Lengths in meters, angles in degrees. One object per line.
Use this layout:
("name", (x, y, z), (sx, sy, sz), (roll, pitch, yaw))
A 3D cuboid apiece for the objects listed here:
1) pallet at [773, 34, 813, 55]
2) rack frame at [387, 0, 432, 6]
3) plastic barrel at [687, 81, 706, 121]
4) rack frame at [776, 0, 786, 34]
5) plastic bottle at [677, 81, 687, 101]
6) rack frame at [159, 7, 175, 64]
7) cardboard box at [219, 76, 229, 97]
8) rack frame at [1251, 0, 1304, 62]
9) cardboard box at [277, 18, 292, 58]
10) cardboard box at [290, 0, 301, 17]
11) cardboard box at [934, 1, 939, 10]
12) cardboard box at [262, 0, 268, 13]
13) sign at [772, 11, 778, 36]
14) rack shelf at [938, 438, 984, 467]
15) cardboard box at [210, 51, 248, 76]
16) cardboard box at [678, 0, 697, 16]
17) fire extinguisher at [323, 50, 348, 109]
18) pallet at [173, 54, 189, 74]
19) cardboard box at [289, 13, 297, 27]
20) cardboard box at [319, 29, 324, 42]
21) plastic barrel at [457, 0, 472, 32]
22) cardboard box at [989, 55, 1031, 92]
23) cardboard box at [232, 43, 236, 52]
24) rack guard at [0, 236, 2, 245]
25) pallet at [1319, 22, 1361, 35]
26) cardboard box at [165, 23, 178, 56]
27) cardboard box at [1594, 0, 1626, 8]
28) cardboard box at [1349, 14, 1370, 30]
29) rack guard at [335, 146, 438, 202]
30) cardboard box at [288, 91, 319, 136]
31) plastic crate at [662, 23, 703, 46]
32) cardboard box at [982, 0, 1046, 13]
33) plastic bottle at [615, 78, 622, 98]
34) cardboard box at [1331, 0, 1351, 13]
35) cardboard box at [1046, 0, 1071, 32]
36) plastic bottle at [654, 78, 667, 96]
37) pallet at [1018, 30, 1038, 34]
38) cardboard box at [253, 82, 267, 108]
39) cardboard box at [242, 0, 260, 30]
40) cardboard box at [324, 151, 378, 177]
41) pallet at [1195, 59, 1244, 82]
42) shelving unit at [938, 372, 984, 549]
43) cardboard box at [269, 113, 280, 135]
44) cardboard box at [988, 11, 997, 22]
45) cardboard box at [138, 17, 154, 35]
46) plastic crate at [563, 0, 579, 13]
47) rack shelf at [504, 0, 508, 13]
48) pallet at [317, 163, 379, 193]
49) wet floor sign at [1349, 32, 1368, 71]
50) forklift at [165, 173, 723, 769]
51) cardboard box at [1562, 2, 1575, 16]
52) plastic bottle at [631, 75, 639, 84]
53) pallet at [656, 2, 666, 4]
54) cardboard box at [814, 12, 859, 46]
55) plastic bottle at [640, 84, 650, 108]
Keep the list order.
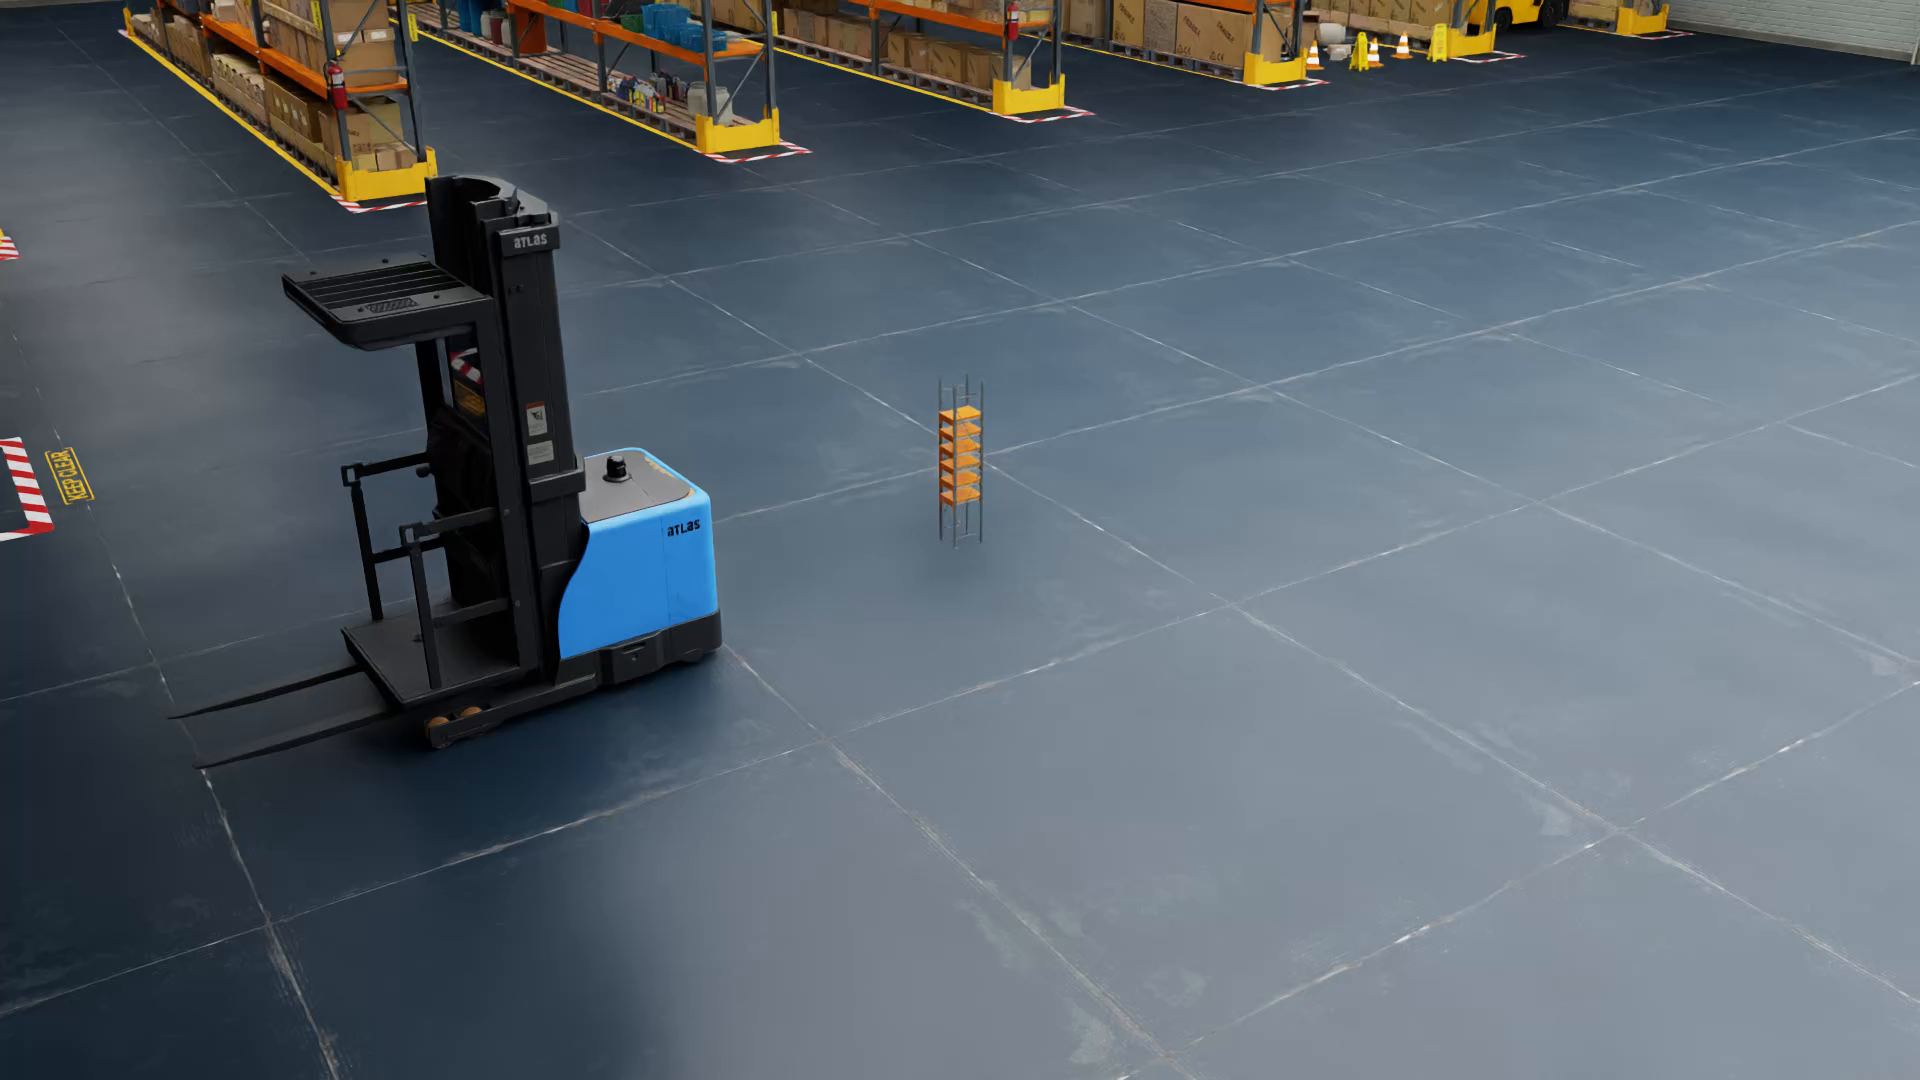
("pallet", (-2.830, -9.363, 31.299), (1.003, 0.211, 1.213), (-16, 29, -30))
("rack frame", (-11.772, -12.611, 34.912), (1.000, 3.000, 0.127), (-16, 29, -30))
("plastic barrel", (-3.735, -6.350, 24.072), (0.421, 0.512, 0.421), (0, 25, 0))
("rack frame", (-3.255, -10.904, 31.296), (1.000, 3.000, 0.127), (-16, 29, -30))
("plastic bottle", (-4.262, -6.880, 25.447), (0.152, 0.276, 0.135), (-15, 29, -29))
("rack frame", (-13.741, -10.027, 29.439), (1.000, 3.000, 0.127), (-16, 29, -30))
("cardboard box", (-11.242, -7.108, 25.984), (0.500, 0.250, 0.500), (-16, 30, -31))
("rack frame", (5.323, -9.162, 27.607), (1.000, 3.000, 0.127), (-16, 29, -30))
("cardboard box", (-8.833, -6.867, 22.627), (0.700, 0.500, 0.500), (-16, 30, -30))
("cardboard box", (-8.304, -7.102, 21.606), (0.700, 0.500, 0.500), (-16, 29, -30))
("cardboard box", (-0.201, -8.600, 26.711), (0.380, 0.149, 0.250), (-16, 29, -30))
("cardboard box", (-9.389, -7.363, 22.919), (0.380, 0.149, 0.250), (-16, 29, -30))
("sign", (-2.574, -7.140, 22.999), (0.100, 0.325, 0.005), (-16, 29, -30))
("rack shelf", (0.008, -0.606, 11.413), (0.258, 0.103, 0.180), (-16, 29, -30))
("cardboard box", (-11.517, -7.541, 26.244), (0.500, 0.311, 0.500), (-14, 29, -28))
("cardboard box", (-5.072, -11.339, 34.216), (1.225, 0.875, 0.875), (-15, 29, -29))
("fire extinguisher", (-7.514, -5.550, 20.045), (0.296, 0.674, 0.183), (-16, 29, -30))
("pallet", (-13.265, -8.484, 29.437), (1.003, 0.211, 1.213), (-16, 29, -30))
("cardboard box", (-8.540, -6.810, 21.747), (0.380, 0.149, 0.250), (-16, 30, -30))
("cardboard box", (-7.702, -6.259, 20.581), (0.380, 0.149, 0.250), (-15, 29, -28))
("plastic barrel", (-9.306, -10.223, 31.819), (0.600, 0.901, 0.708), (-16, 29, -30))
("cardboard box", (0.785, -7.329, 26.160), (0.500, 0.500, 0.500), (-10, 27, -20))
("cardboard box", (-11.857, -8.080, 27.728), (0.500, 0.500, 0.500), (-17, 30, -31))
("rack guard", (-11.380, -3.476, 18.490), (1.175, 0.500, 0.348), (-16, 29, -30))
("pallet", (7.628, -10.289, 33.261), (1.003, 0.211, 1.213), (-16, 29, -30))
("cardboard box", (-13.681, -8.866, 29.392), (0.500, 0.500, 0.500), (-17, 30, -32))
("cardboard box", (13.044, -10.784, 33.185), (0.500, 0.250, 0.500), (-16, 30, -30))
("cardboard box", (7.920, -10.078, 32.275), (0.500, 0.250, 0.500), (-16, 30, -30))
("rack guard", (-7.177, -4.596, 20.863), (1.175, 0.500, 0.348), (-16, 29, -30))
("cardboard box", (-8.562, -5.676, 22.074), (0.500, 0.500, 0.500), (-16, 29, -30))
("plastic crate", (-3.911, -7.164, 23.548), (0.499, 0.251, 0.408), (-16, 29, -30))
("cardboard box", (0.835, -8.425, 25.580), (0.875, 0.500, 0.500), (-16, 29, -30))
("plastic bottle", (-5.215, -6.961, 25.619), (0.152, 0.276, 0.135), (-14, 29, -28))
("cardboard box", (7.630, -10.605, 32.515), (0.500, 0.500, 0.500), (-14, 29, -28))
("cardboard box", (2.202, -10.312, 32.187), (1.050, 0.750, 0.750), (-16, 29, -30))
("plastic bottle", (-4.634, -7.011, 25.725), (0.152, 0.276, 0.135), (-16, 29, -30))
("pallet", (1.323, -10.463, 33.629), (1.003, 0.211, 1.213), (-16, 29, -30))
("cardboard box", (-9.835, -6.444, 23.921), (0.500, 0.311, 0.500), (-16, 29, -30))
("cardboard box", (-10.340, -7.857, 24.725), (0.500, 0.500, 0.500), (-15, 29, -29))
("cardboard box", (-7.730, -4.804, 21.105), (0.500, 0.250, 0.500), (-16, 29, -30))
("pallet", (4.821, -8.169, 28.769), (1.003, 0.211, 1.213), (-16, 29, -30))
("shelving unit", (0.008, -0.537, 11.445), (0.258, 1.200, 0.189), (-16, 29, -30))
("cardboard box", (-9.374, -5.876, 23.374), (0.500, 0.250, 0.500), (-16, 29, -30))
("cardboard box", (0.648, -8.072, 25.592), (0.380, 0.149, 0.250), (-16, 29, -30))
("cardboard box", (-15.319, -9.795, 31.653), (0.500, 0.250, 0.500), (-16, 29, -30))
("plastic crate", (-6.084, -8.634, 26.506), (0.392, 0.384, 0.575), (-16, 29, -30))
("rack shelf", (-8.497, -10.139, 30.520), (1.077, 0.370, 4.000), (-16, 29, -30))
("pallet", (-7.642, -4.738, 21.501), (1.003, 0.211, 1.213), (-16, 29, -30))
("wet floor sign", (6.998, -8.548, 29.065), (0.267, 0.644, 0.232), (-22, 33, -38))
("forklift", (-2.953, -0.424, 9.177), (3.031, 2.935, 1.130), (-17, 30, -32))
("cardboard box", (12.522, -10.912, 34.042), (0.500, 0.250, 0.500), (-15, 29, -29))
("plastic bottle", (-5.007, -6.968, 25.547), (0.144, 0.351, 0.185), (-16, 29, -30))
("pallet", (-5.788, -11.364, 35.537), (1.003, 0.211, 1.213), (-16, 29, -30))
("cardboard box", (-2.244, -9.341, 30.398), (0.700, 0.500, 0.500), (-13, 28, -25))
("plastic bottle", (-4.692, -6.648, 24.869), (0.144, 0.351, 0.185), (-14, 29, -27))
